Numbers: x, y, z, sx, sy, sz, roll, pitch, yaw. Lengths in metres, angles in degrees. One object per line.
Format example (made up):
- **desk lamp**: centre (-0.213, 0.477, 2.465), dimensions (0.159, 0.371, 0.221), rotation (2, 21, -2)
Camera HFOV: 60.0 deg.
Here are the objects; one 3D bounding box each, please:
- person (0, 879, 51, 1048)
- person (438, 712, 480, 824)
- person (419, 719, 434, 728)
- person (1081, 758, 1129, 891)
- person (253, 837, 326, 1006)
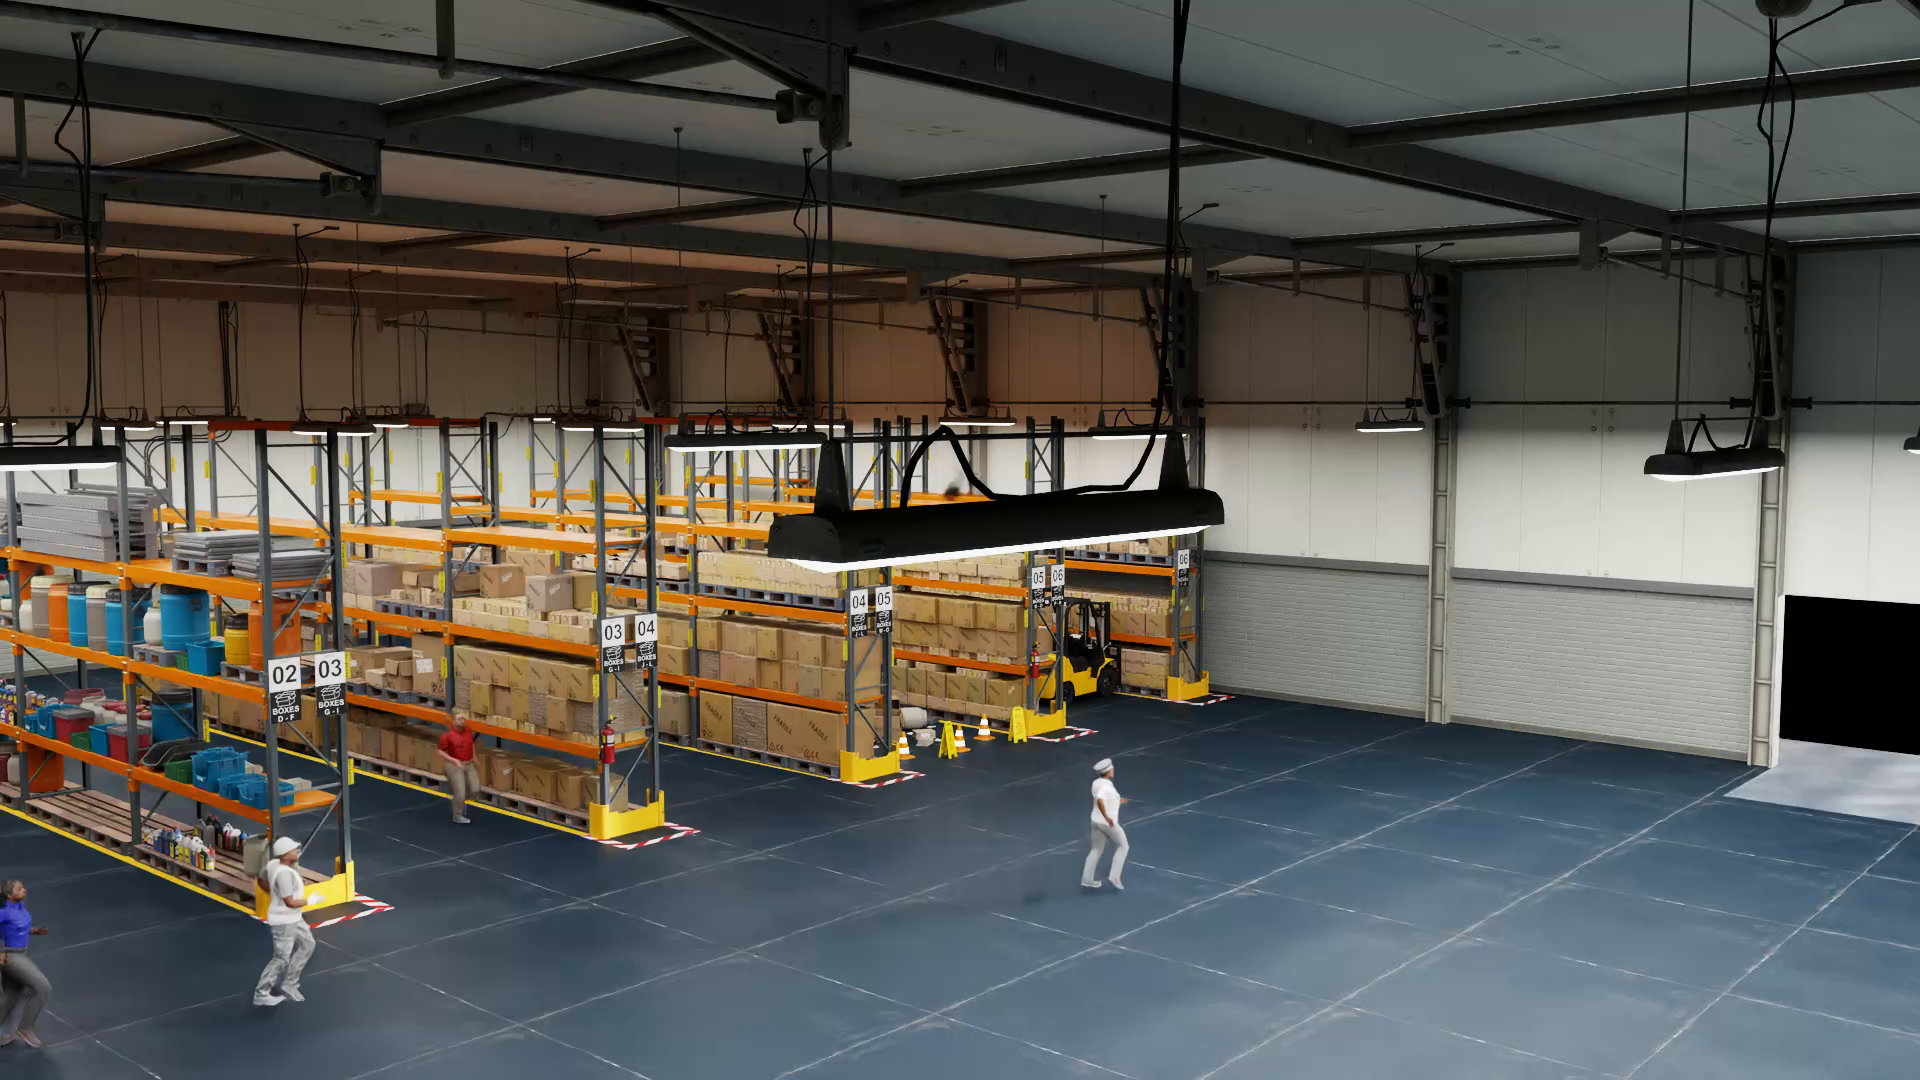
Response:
- **person**: centre (-9.297, 4.160, 16.353), dimensions (0.653, 1.667, 0.580), rotation (-2, 5, -22)
- **person**: centre (-7.494, 3.418, 24.952), dimensions (0.596, 1.673, 0.640), rotation (4, 6, 38)
- **person**: centre (-10.066, 2.868, 31.567), dimensions (0.592, 1.656, 0.591), rotation (3, 6, 35)
- **person**: centre (1.891, 3.700, 21.553), dimensions (0.679, 1.738, 0.555), rotation (-3, 5, -29)
- **person**: centre (-7.029, 4.005, 17.407), dimensions (0.735, 1.831, 0.706), rotation (-2, 5, -22)
